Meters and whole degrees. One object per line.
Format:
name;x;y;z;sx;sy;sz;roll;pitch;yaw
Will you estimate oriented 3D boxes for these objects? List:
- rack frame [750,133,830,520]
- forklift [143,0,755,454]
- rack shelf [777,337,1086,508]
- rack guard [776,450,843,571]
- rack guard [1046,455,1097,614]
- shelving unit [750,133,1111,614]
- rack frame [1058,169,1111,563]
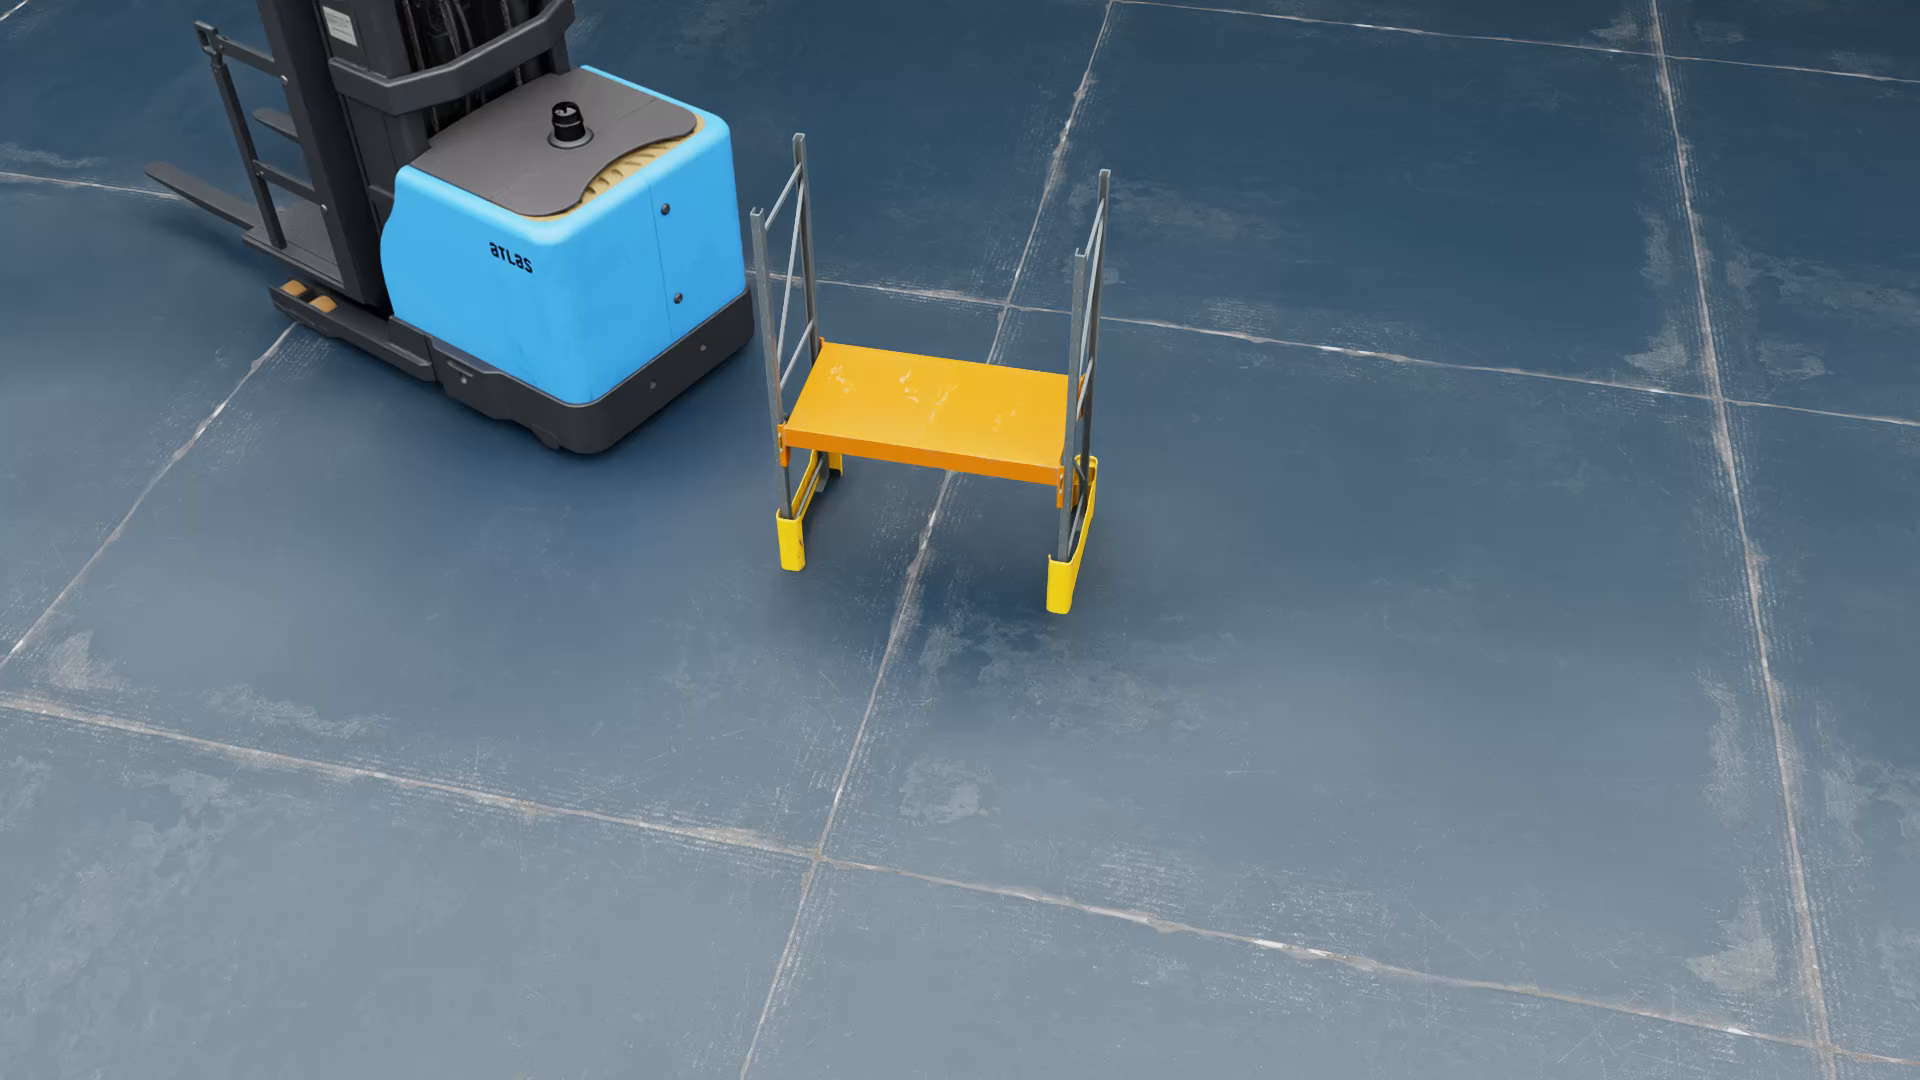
rack frame;-0.579;-0.630;5.823;0.032;1.500;0.500;9;45;9
forklift;-2.370;-2.212;6.434;3.031;2.935;1.130;26;50;24
rack shelf;-0.083;-0.424;5.868;1.000;0.185;0.538;9;45;9
rack guard;-0.560;-0.177;6.254;0.087;0.250;0.587;9;45;9
rack guard;0.412;-0.026;6.097;0.087;0.250;0.587;9;45;9
shelving unit;-0.074;-0.552;5.742;1.083;1.500;0.587;9;45;9
rack frame;0.413;-0.476;5.663;0.032;1.500;0.500;9;45;9
